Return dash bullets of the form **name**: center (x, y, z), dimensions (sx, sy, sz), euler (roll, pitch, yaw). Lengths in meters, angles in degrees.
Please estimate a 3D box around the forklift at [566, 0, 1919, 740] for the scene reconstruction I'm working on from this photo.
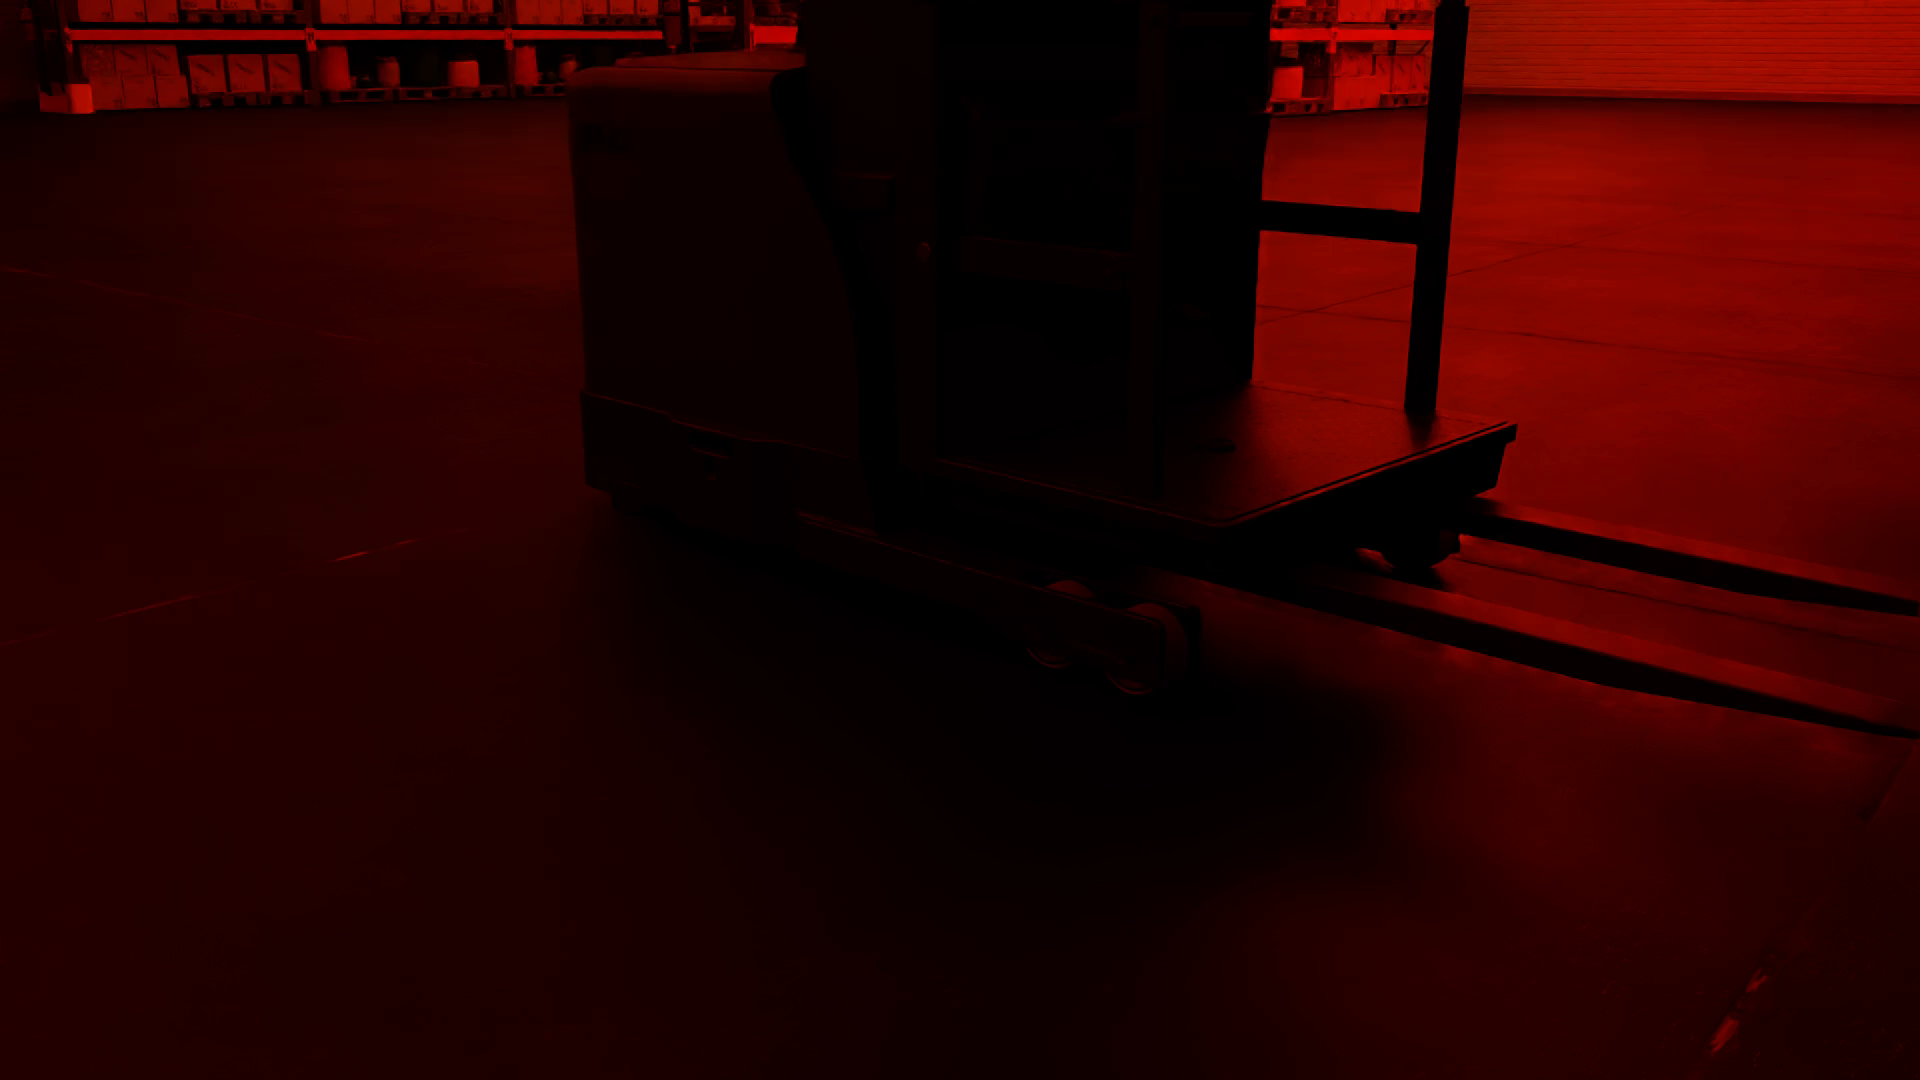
- **forklift**: center (0.473, -1.291, 3.149), dimensions (3.031, 2.935, 1.130), euler (15, 23, 41)
